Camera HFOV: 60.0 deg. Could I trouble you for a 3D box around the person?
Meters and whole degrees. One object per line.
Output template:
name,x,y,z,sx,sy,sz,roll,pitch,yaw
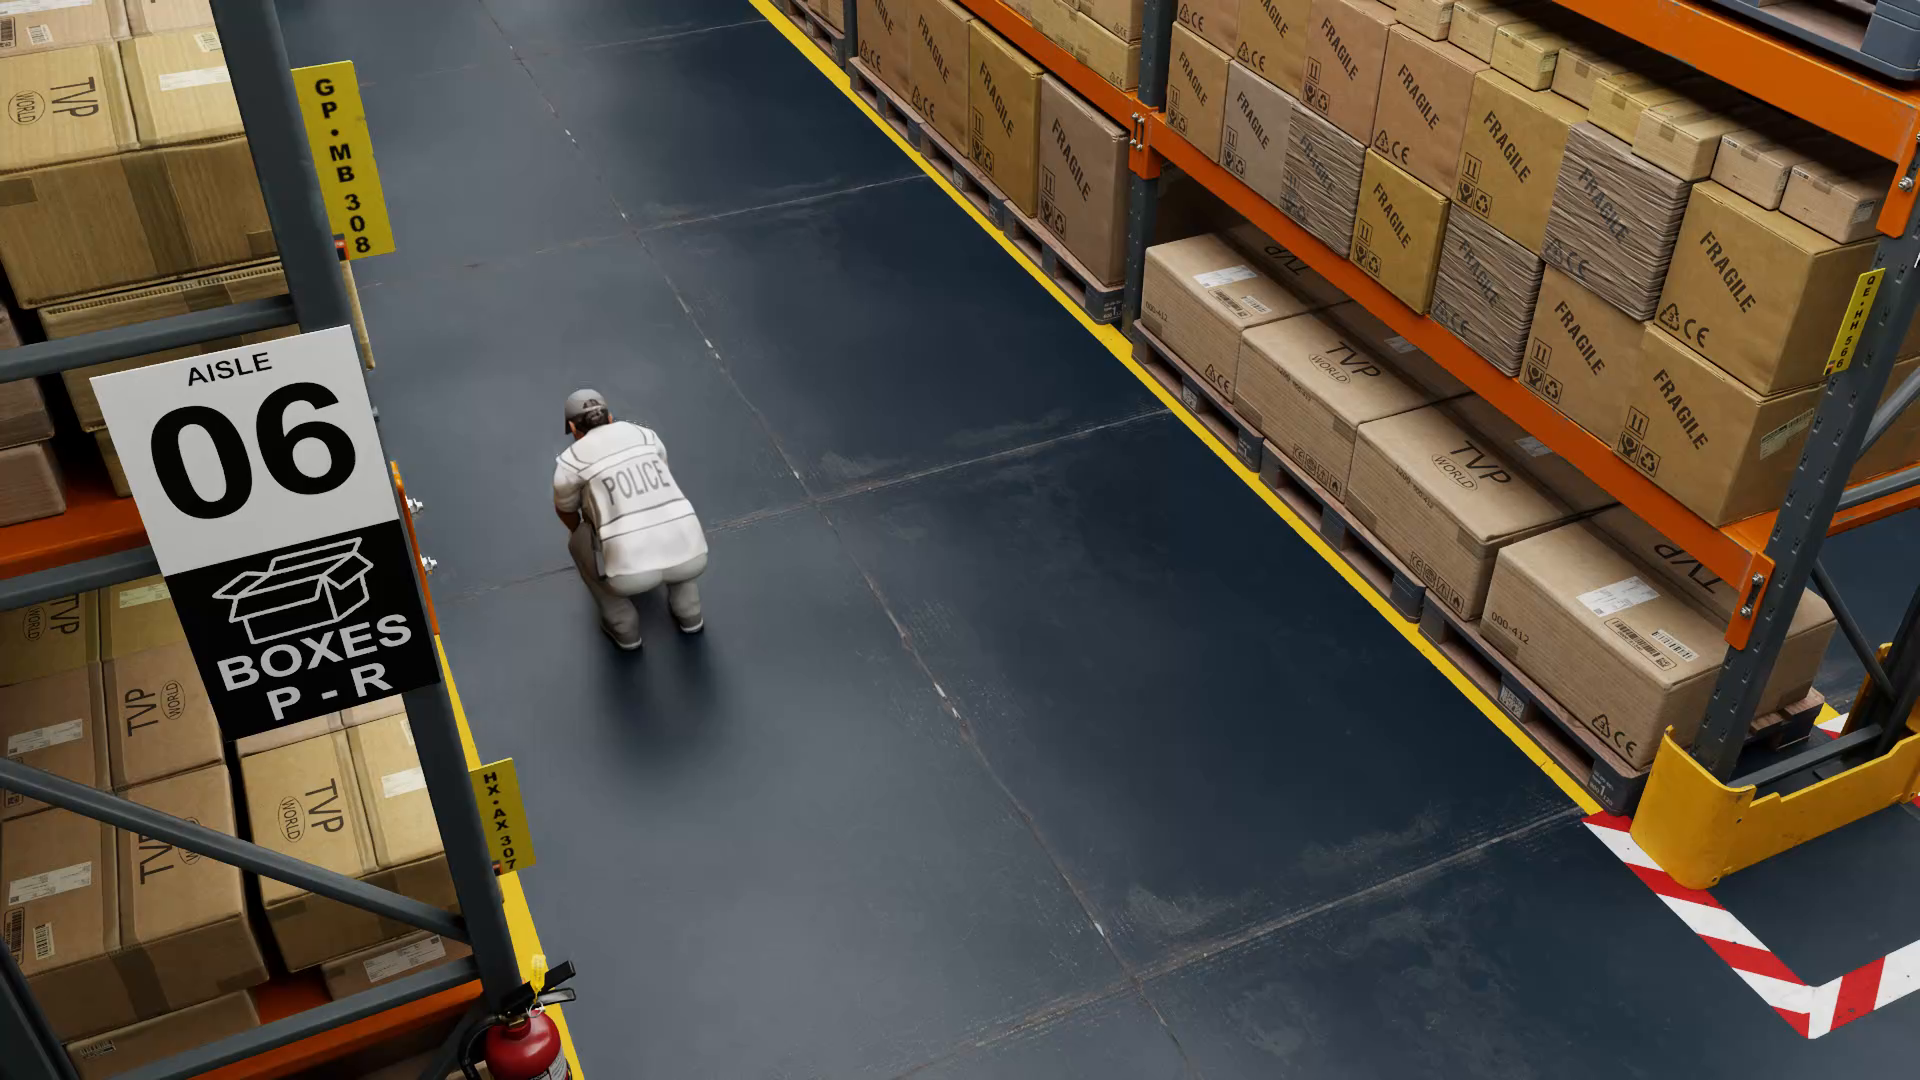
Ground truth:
person,-1.360,-0.074,6.841,0.524,0.950,0.853,-16,40,-20
